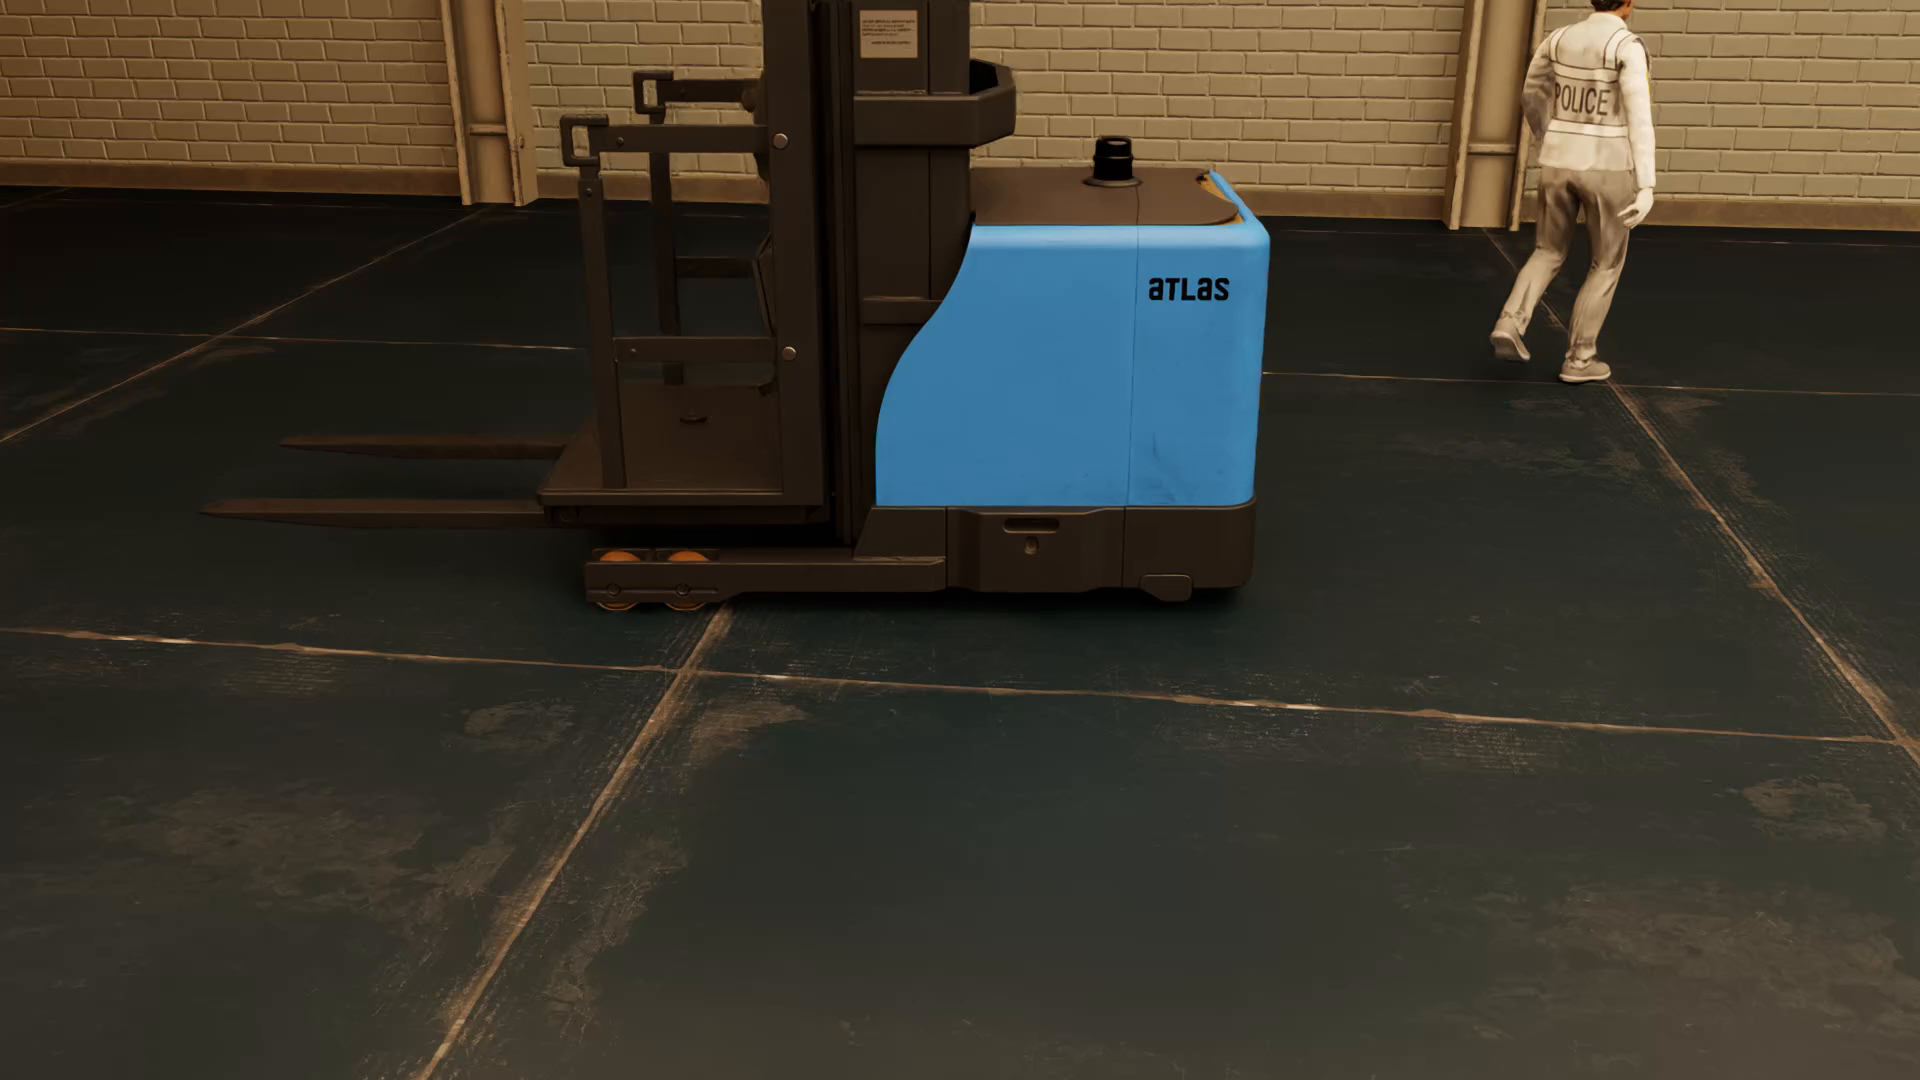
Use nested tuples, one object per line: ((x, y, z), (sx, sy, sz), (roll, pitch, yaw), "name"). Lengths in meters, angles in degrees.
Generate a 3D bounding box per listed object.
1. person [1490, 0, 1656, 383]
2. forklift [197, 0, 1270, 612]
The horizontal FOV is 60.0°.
((2.432, -1.415, 6.494), (0.562, 1.651, 0.721), (-17, 27, -36), "person")
((-0.682, -1.356, 4.620), (3.031, 2.935, 1.130), (0, 22, 0), "forklift")
